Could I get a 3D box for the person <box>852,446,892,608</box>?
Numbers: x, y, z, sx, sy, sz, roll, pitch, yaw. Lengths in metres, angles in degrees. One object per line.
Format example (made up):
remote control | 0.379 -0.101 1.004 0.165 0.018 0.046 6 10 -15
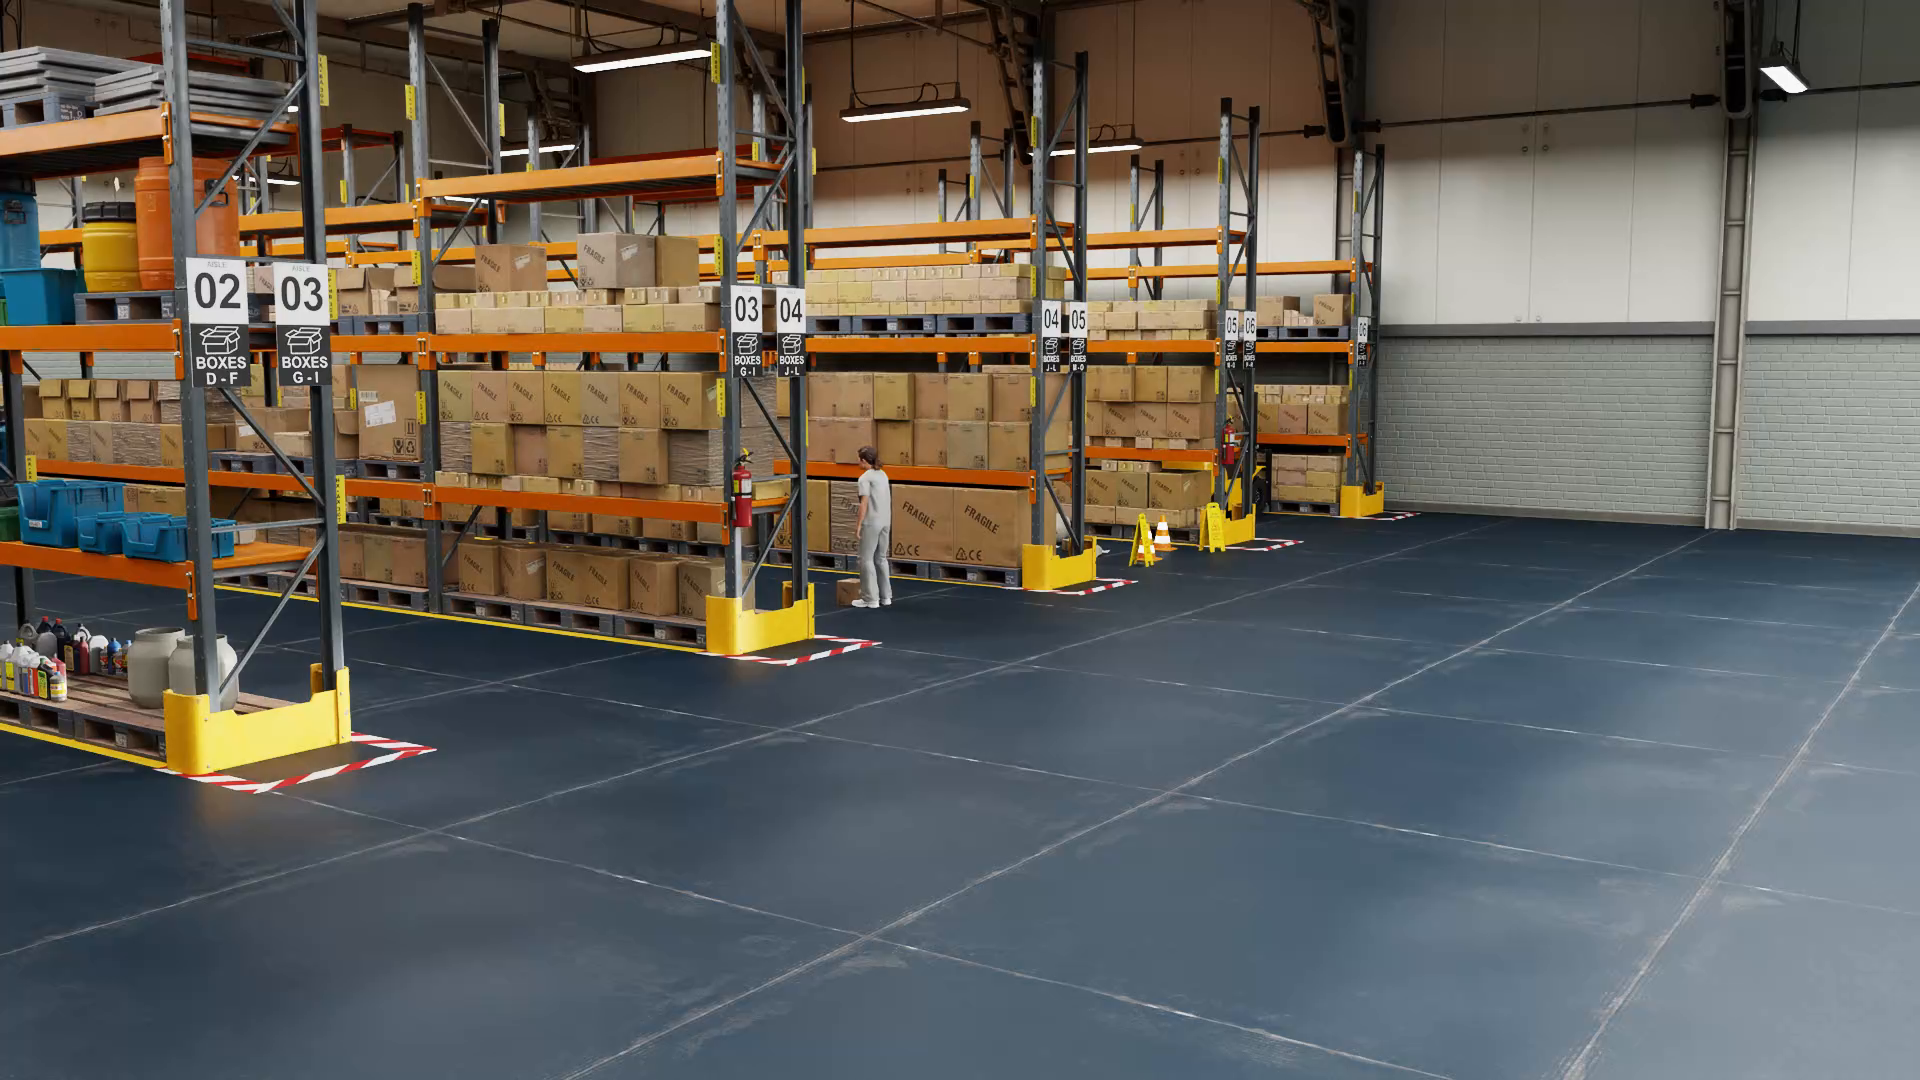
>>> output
person | -0.907 -0.144 17.256 0.358 1.673 0.486 4 8 34
